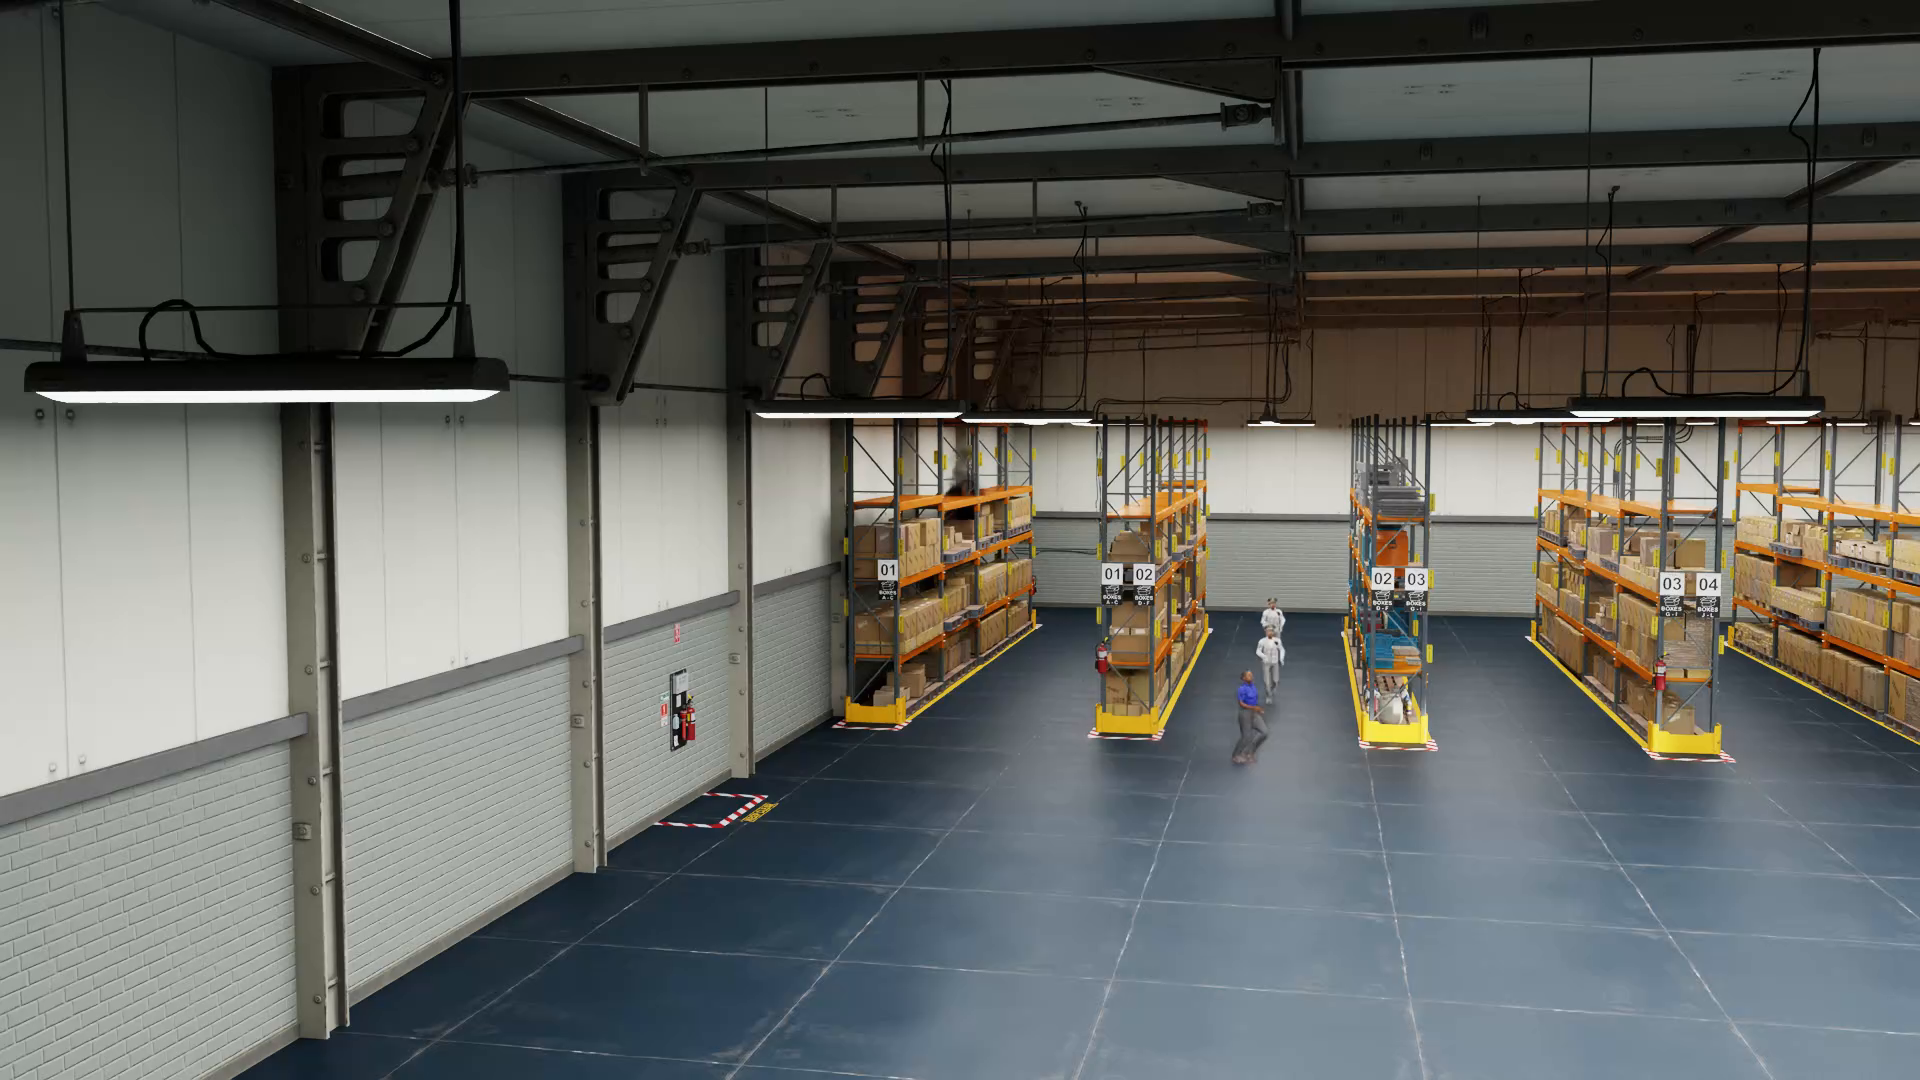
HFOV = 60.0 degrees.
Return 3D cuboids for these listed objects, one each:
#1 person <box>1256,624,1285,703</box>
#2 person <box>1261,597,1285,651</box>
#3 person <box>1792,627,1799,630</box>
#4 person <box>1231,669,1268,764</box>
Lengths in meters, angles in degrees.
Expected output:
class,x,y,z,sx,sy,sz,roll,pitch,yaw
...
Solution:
class,x,y,z,sx,sy,sz,roll,pitch,yaw
person,6.491,2.587,34.701,0.604,1.659,0.538,0,4,4
person,7.571,2.213,40.114,0.602,1.655,0.554,0,4,2
person,22.277,1.924,44.292,0.754,1.684,0.548,0,4,-6
person,4.956,3.029,28.445,0.658,1.621,0.586,4,5,44
